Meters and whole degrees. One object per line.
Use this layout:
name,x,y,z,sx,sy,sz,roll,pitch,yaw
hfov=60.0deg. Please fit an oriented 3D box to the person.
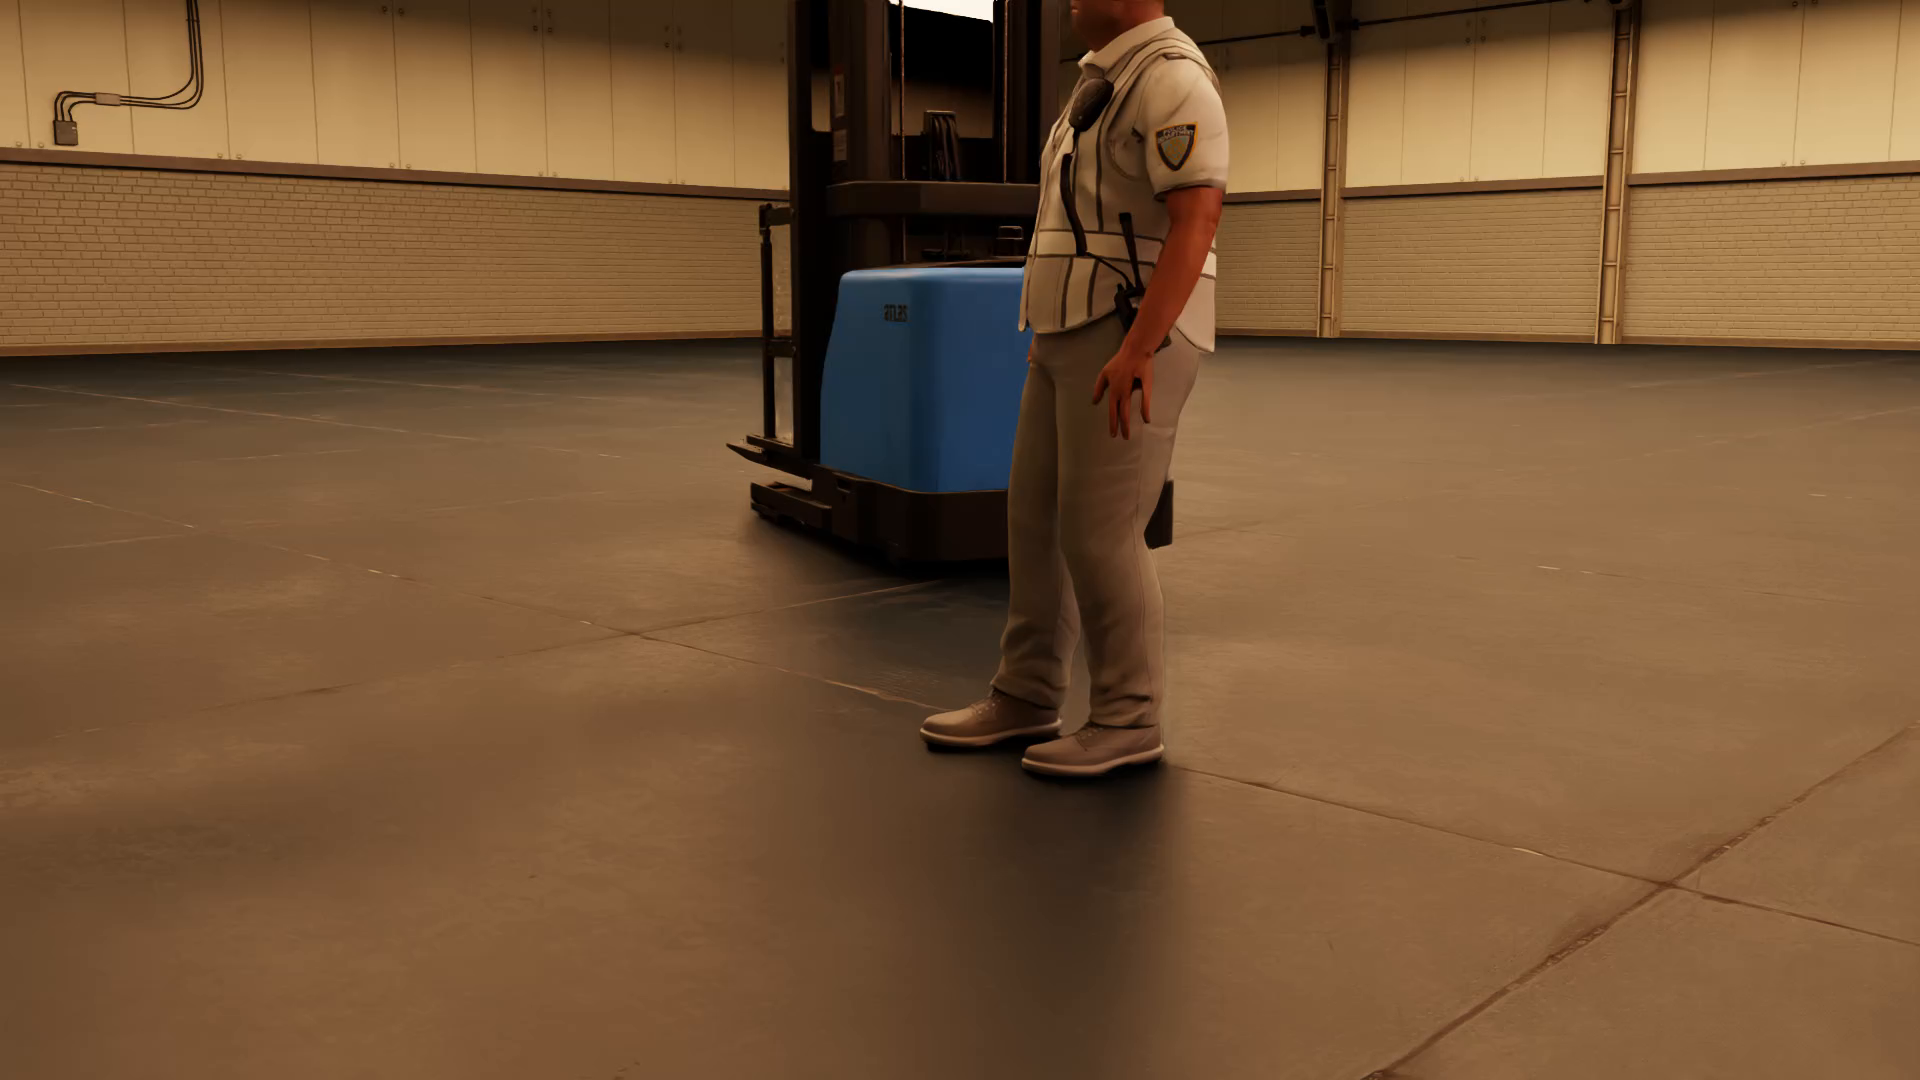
person,0.231,-0.401,3.438,0.556,1.770,0.693,-2,9,-15

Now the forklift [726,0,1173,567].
forklift,-0.273,-1.534,7.062,1.130,2.935,3.031,-4,9,-23
